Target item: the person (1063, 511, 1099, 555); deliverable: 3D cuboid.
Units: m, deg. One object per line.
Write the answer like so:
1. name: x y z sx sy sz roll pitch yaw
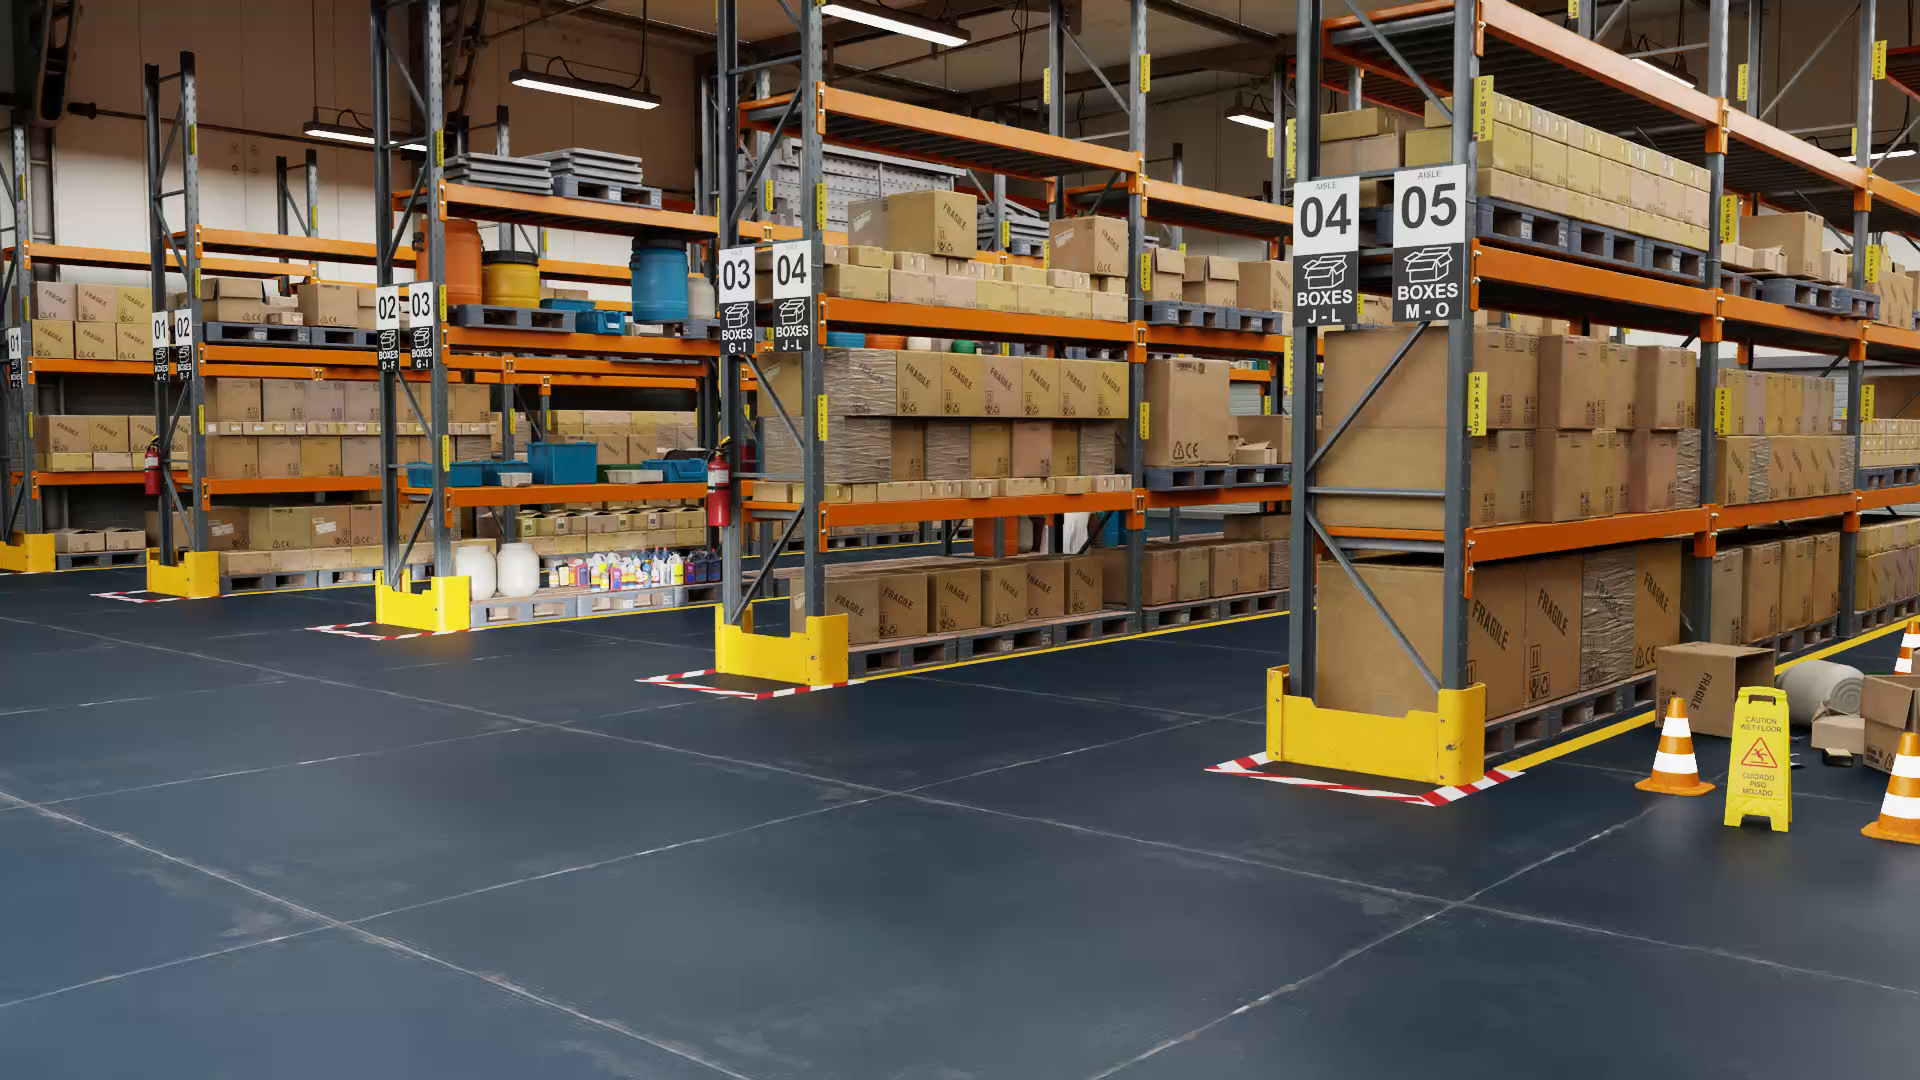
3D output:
1. person: 1.173 -0.114 17.325 0.452 1.664 0.548 3 5 40
